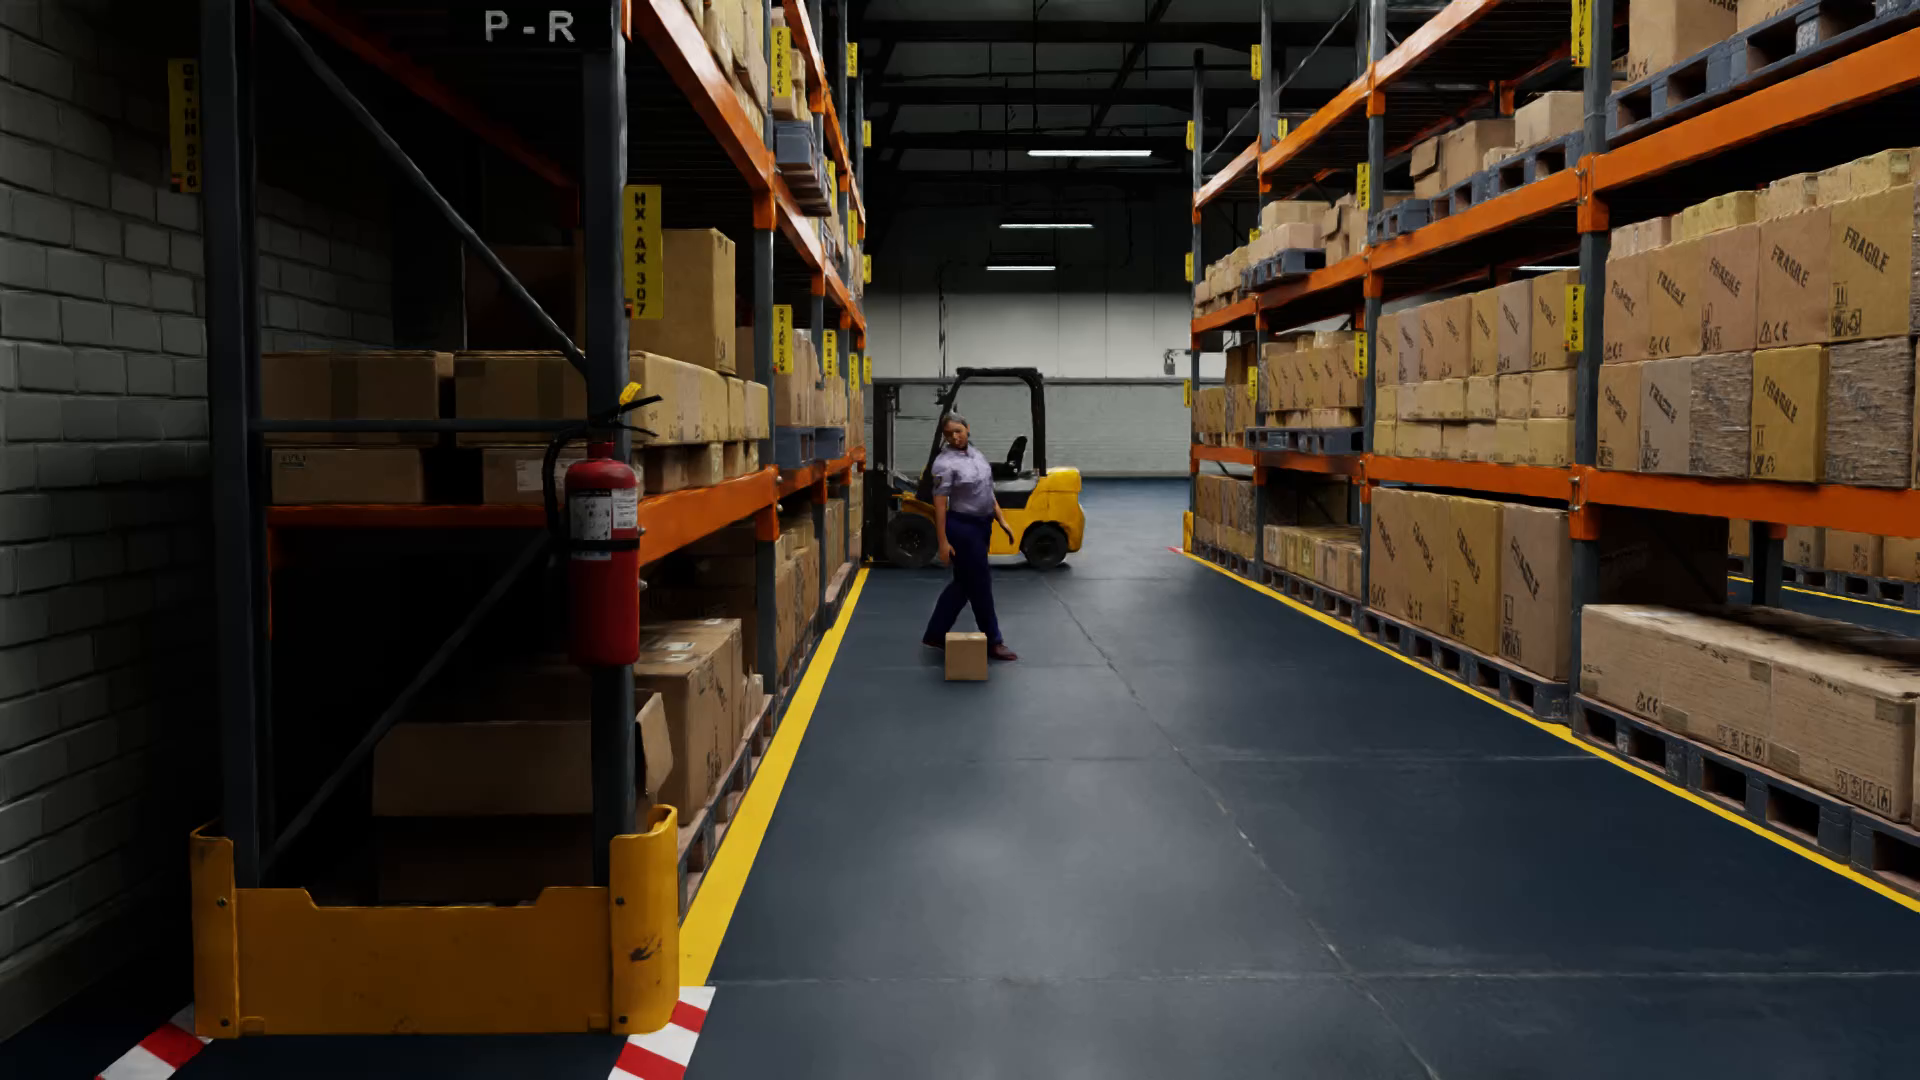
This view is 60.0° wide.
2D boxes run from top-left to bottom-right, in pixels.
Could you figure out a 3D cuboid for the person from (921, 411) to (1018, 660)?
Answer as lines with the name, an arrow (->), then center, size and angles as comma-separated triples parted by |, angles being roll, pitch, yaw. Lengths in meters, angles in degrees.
person -> 0.047, -0.017, 10.821 | 0.669, 1.597, 0.528 | 1, 4, 20
